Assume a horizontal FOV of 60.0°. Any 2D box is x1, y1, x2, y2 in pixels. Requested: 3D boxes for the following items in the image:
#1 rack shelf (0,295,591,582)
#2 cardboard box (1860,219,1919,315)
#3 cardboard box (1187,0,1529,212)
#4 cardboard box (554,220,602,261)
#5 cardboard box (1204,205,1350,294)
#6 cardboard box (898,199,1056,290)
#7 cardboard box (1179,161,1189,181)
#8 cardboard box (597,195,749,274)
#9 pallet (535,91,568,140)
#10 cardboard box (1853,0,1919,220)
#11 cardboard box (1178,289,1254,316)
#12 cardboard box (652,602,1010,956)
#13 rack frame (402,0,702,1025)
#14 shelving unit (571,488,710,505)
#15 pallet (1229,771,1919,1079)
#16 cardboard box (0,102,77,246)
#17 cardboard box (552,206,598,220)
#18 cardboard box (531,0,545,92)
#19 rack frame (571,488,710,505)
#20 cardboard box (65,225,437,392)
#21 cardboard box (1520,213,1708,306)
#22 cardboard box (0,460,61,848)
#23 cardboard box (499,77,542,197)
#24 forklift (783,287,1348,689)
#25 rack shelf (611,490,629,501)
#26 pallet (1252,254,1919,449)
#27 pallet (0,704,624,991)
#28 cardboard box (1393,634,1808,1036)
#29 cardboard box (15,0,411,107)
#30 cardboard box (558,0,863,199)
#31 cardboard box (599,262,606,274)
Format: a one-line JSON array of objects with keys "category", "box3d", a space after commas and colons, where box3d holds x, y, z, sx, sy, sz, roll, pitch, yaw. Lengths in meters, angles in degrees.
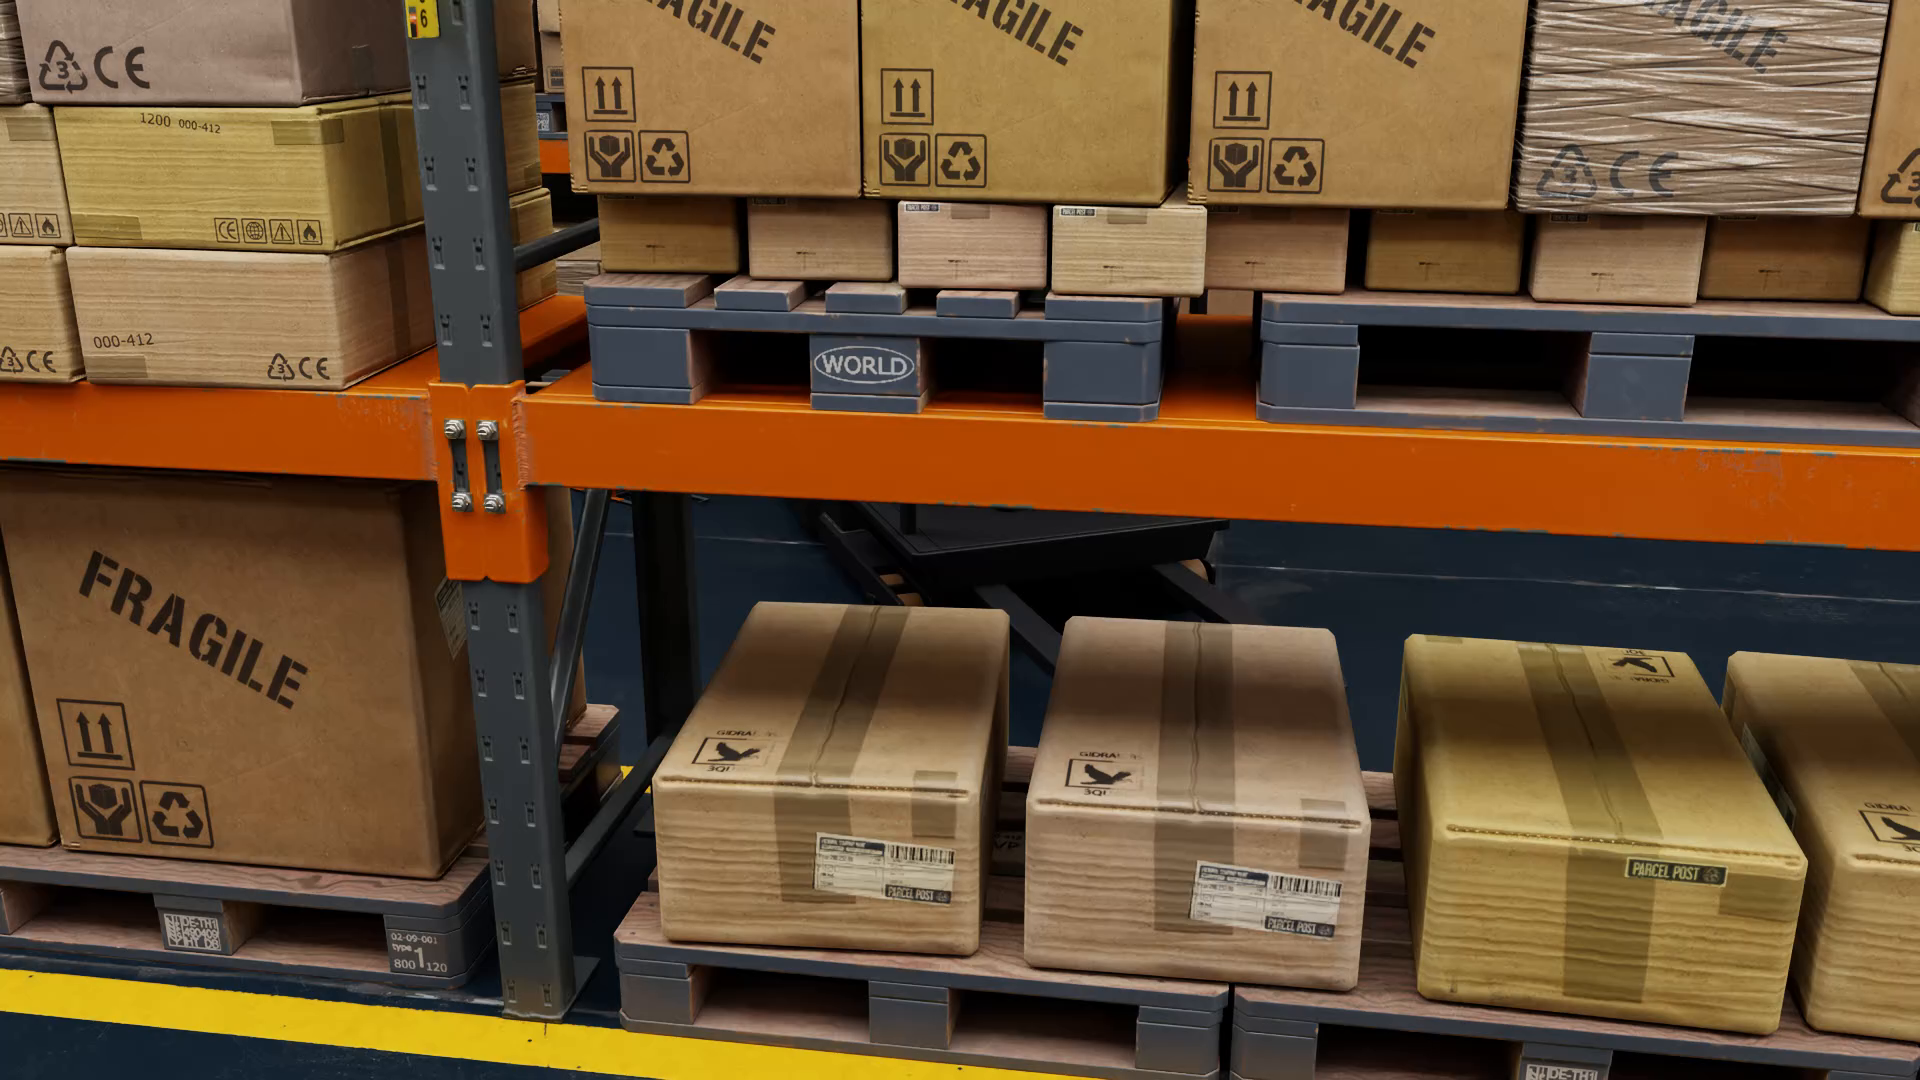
[{"category": "rack shelf", "box3d": [-2.765, -0.360, 3.785, 4.000, 0.370, 1.077, 3, 19, 9]}, {"category": "cardboard box", "box3d": [1.602, -0.474, 2.727, 0.250, 0.149, 0.380, 3, 19, 9]}, {"category": "cardboard box", "box3d": [0.658, -0.844, 2.810, 0.500, 0.500, 0.500, 3, 19, 10]}, {"category": "cardboard box", "box3d": [-1.839, -1.498, 8.308, 0.250, 0.149, 0.380, 2, 19, 6]}, {"category": "cardboard box", "box3d": [0.556, -0.545, 2.938, 0.250, 0.149, 0.380, 4, 19, 12]}, {"category": "cardboard box", "box3d": [0.038, -0.553, 2.962, 0.250, 0.149, 0.380, 2, 19, 5]}, {"category": "cardboard box", "box3d": [0.350, -0.733, 3.500, 0.250, 0.149, 0.380, 2, 19, 6]}, {"category": "cardboard box", "box3d": [-0.499, -0.606, 3.120, 0.250, 0.149, 0.380, 2, 19, 5]}, {"category": "pallet", "box3d": [-1.928, -2.161, 8.337, 1.213, 0.211, 1.003, 3, 19, 9]}, {"category": "cardboard box", "box3d": [1.668, -0.790, 2.650, 0.500, 0.500, 0.500, 4, 19, 11]}, {"category": "cardboard box", "box3d": [1.253, -1.162, 8.131, 0.625, 0.625, 0.875, 4, 19, 10]}, {"category": "cardboard box", "box3d": [-0.234, 0.478, 3.626, 0.625, 0.372, 0.950, 2, 19, 5]}, {"category": "rack frame", "box3d": [-0.790, -0.600, 3.370, 0.127, 3.000, 1.000, 3, 19, 9]}, {"category": "shelving unit", "box3d": [-1.563, -0.337, 7.003, 1.200, 0.189, 0.258, 14, 23, 36]}, {"category": "pallet", "box3d": [1.182, 0.824, 3.508, 1.213, 0.211, 1.003, 3, 19, 9]}, {"category": "cardboard box", "box3d": [-1.816, -0.736, 3.223, 0.500, 0.250, 0.500, 2, 19, 7]}, {"category": "cardboard box", "box3d": [-2.017, -1.676, 8.840, 0.250, 0.149, 0.380, 2, 19, 6]}, {"category": "cardboard box", "box3d": [-2.228, -2.443, 8.059, 0.500, 0.500, 0.700, 3, 19, 8]}, {"category": "rack frame", "box3d": [-1.563, -0.251, 7.031, 1.200, 0.006, 0.240, 14, 23, 36]}, {"category": "cardboard box", "box3d": [-1.331, -0.473, 3.227, 0.500, 0.250, 0.500, 2, 19, 7]}, {"category": "cardboard box", "box3d": [1.089, -0.509, 2.832, 0.250, 0.149, 0.380, 4, 19, 10]}, {"category": "cardboard box", "box3d": [-2.339, 0.101, 3.960, 0.875, 0.875, 0.875, 3, 19, 9]}, {"category": "cardboard box", "box3d": [-1.251, -0.869, 3.622, 0.500, 0.250, 0.500, 3, 19, 8]}, {"category": "forklift", "box3d": [0.211, -1.204, 5.282, 1.130, 2.935, 3.031, -7, 20, -19]}, {"category": "rack shelf", "box3d": [-1.341, -0.283, 6.834, 0.103, 0.180, 0.258, 14, 23, 36]}, {"category": "pallet", "box3d": [1.171, -0.423, 3.141, 1.213, 0.211, 1.003, 3, 19, 9]}, {"category": "pallet", "box3d": [-1.557, 0.659, 4.001, 1.213, 0.211, 1.003, 3, 19, 9]}, {"category": "cardboard box", "box3d": [1.244, 0.553, 3.403, 0.625, 0.372, 0.950, 4, 19, 10]}, {"category": "cardboard box", "box3d": [-1.342, -1.066, 3.028, 0.500, 0.500, 0.500, 2, 19, 7]}, {"category": "cardboard box", "box3d": [-0.383, -0.893, 2.956, 0.500, 0.500, 0.500, 2, 19, 7]}, {"category": "cardboard box", "box3d": [-1.468, -1.177, 8.372, 0.500, 0.500, 0.500, 4, 19, 11]}]
